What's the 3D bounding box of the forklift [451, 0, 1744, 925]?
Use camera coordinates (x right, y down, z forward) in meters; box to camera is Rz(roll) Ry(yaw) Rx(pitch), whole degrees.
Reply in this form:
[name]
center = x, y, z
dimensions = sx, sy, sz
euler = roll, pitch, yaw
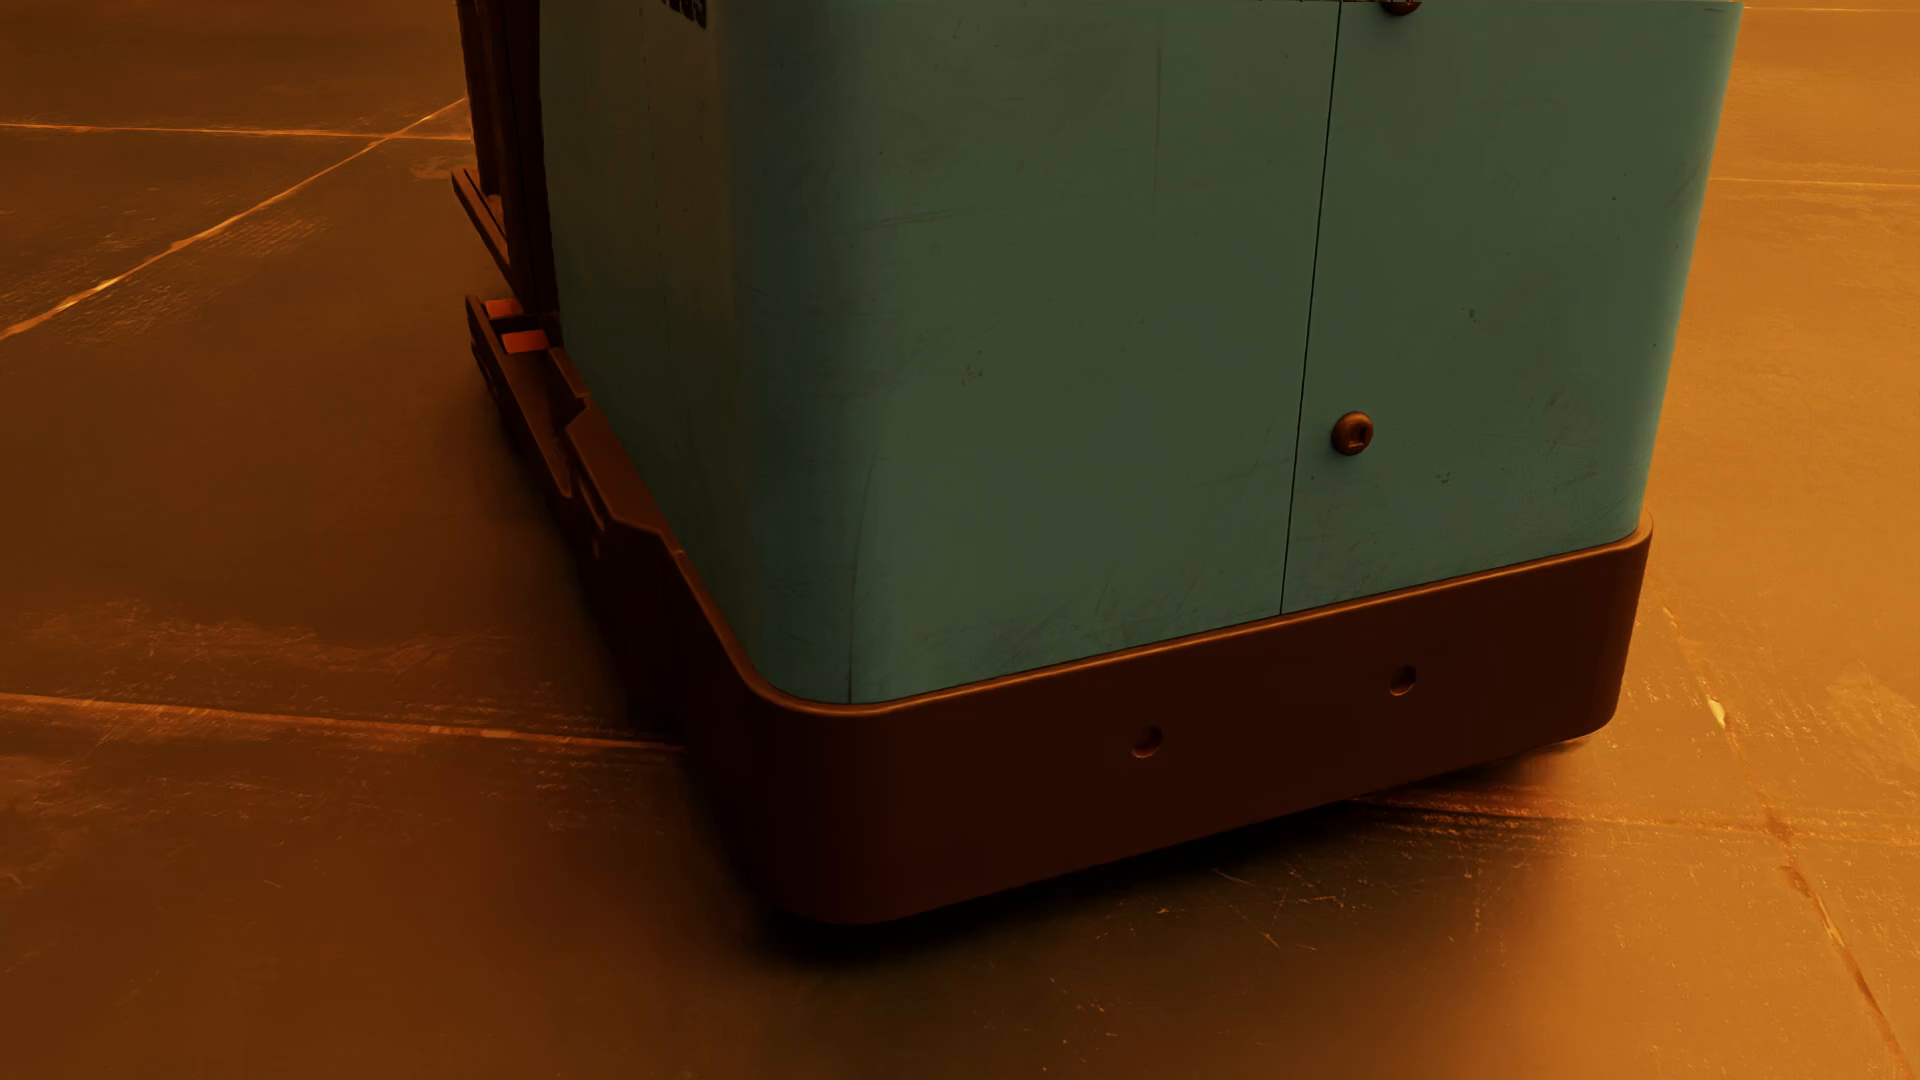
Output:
[forklift]
center = -0.260, -1.576, 2.376
dimensions = 1.130, 2.935, 3.031
euler = -11, 28, -20
